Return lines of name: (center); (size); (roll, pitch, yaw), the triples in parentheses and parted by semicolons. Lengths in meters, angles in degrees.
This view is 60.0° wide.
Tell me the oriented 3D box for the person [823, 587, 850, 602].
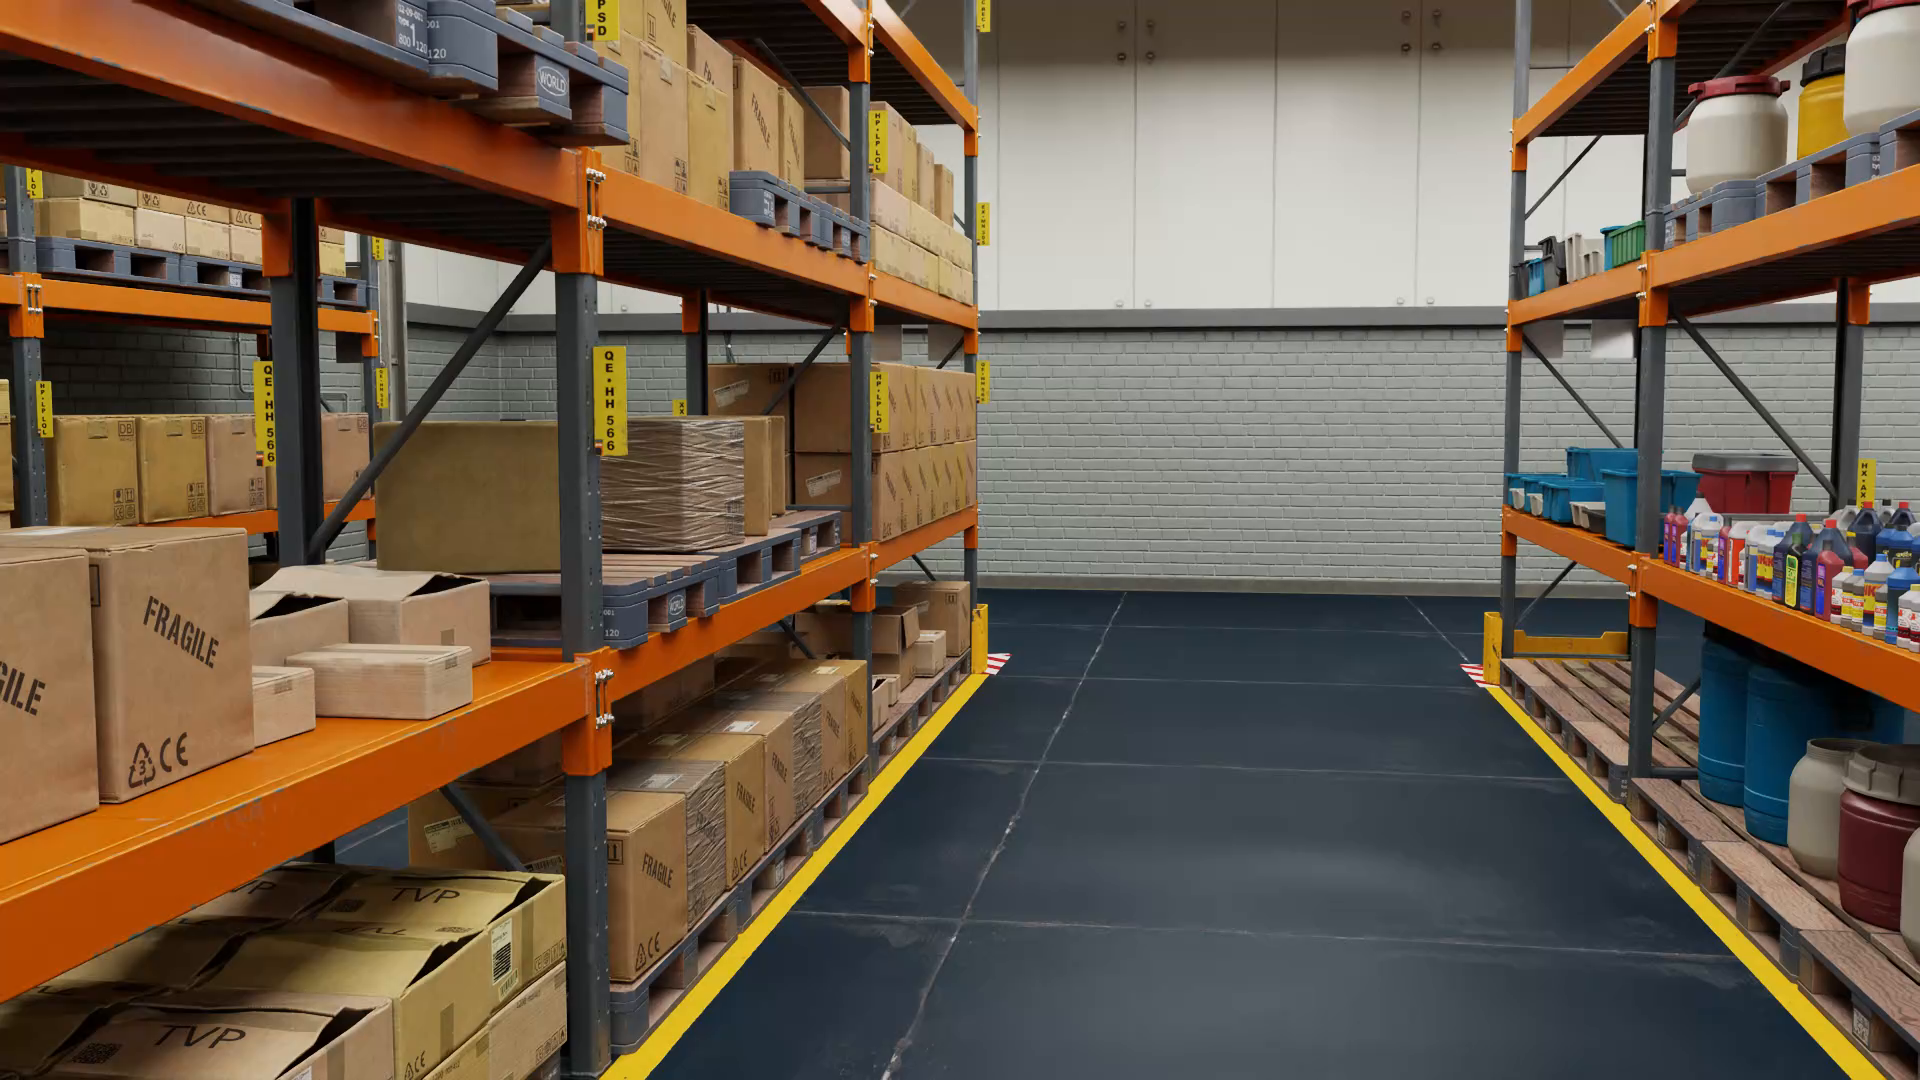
person: (-1.163, 0.004, 15.579); (0.461, 1.593, 0.343); (1, 5, 9)
